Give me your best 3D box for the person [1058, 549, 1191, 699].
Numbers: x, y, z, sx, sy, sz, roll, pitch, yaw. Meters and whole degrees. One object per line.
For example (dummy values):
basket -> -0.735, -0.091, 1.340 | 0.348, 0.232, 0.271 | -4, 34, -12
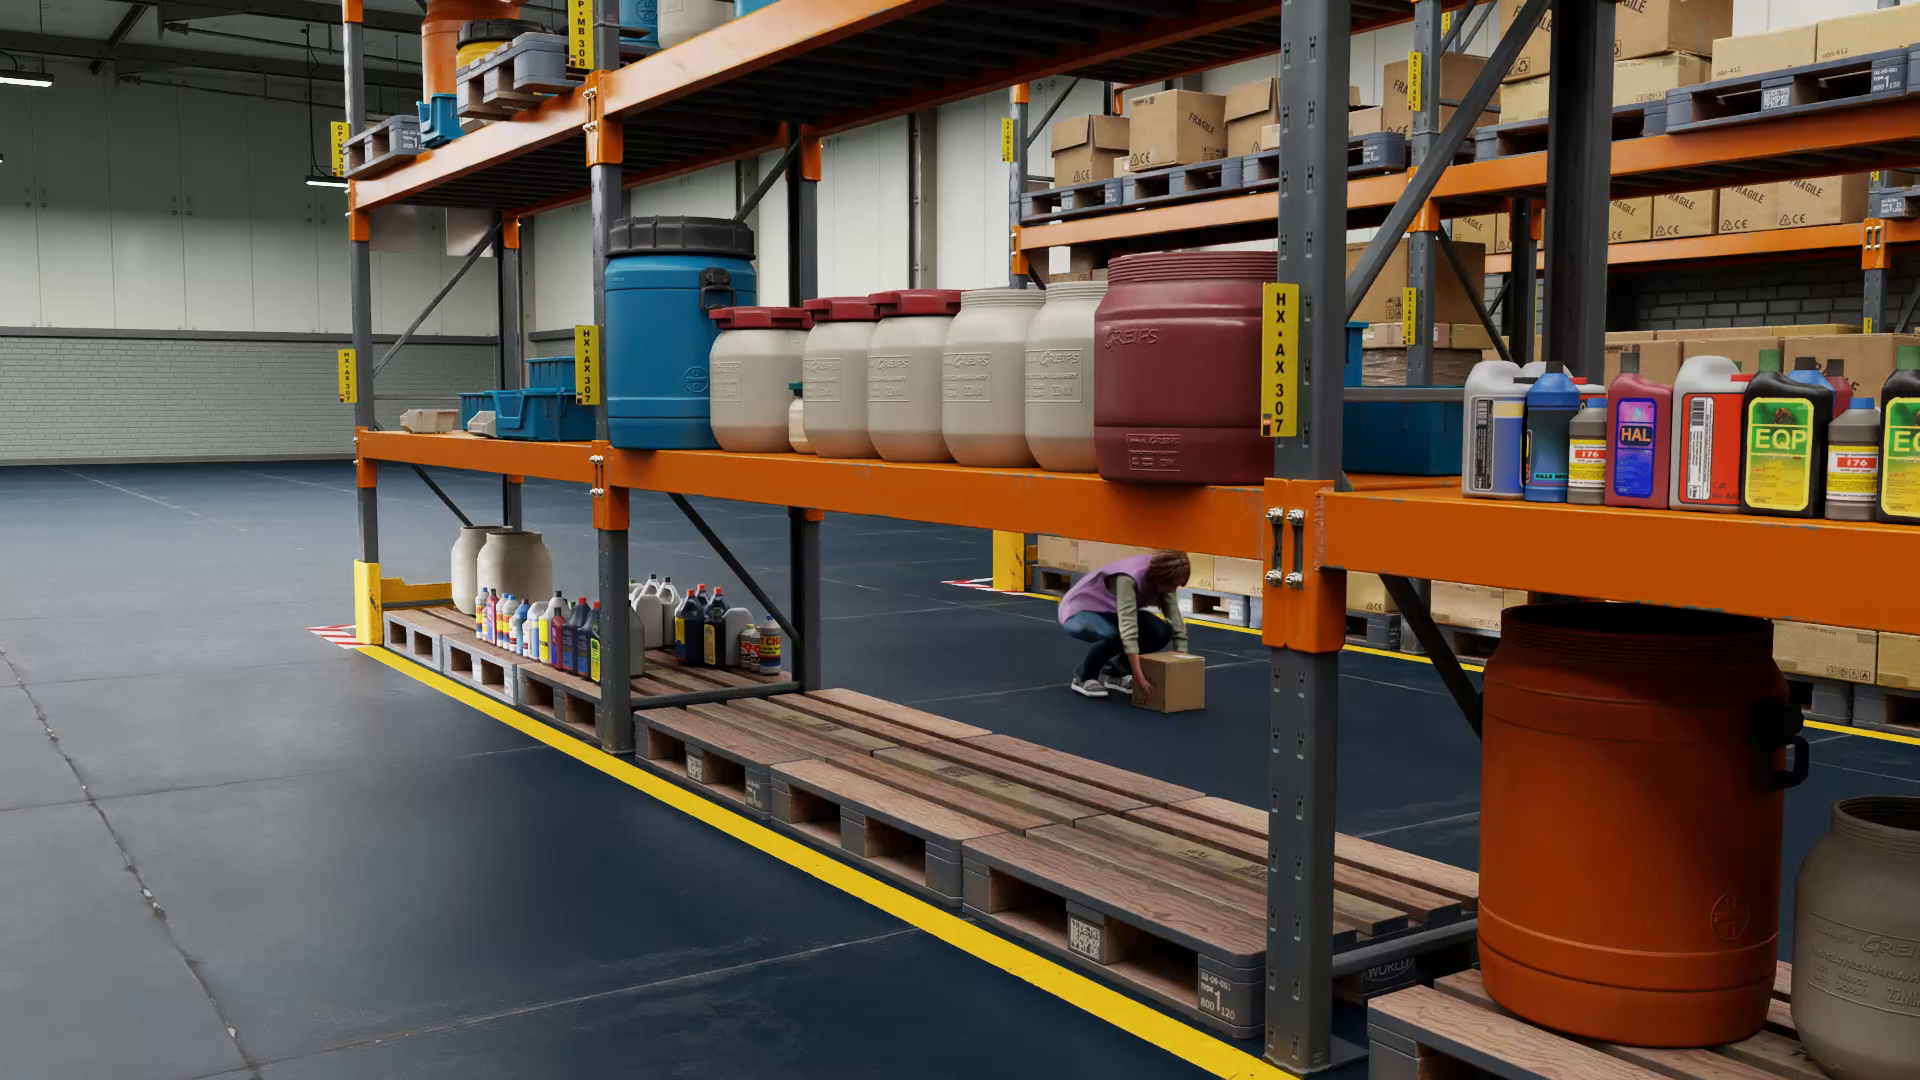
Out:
person -> 0.830, 0.405, 8.371 | 0.435, 0.782, 0.803 | -3, 6, -34
